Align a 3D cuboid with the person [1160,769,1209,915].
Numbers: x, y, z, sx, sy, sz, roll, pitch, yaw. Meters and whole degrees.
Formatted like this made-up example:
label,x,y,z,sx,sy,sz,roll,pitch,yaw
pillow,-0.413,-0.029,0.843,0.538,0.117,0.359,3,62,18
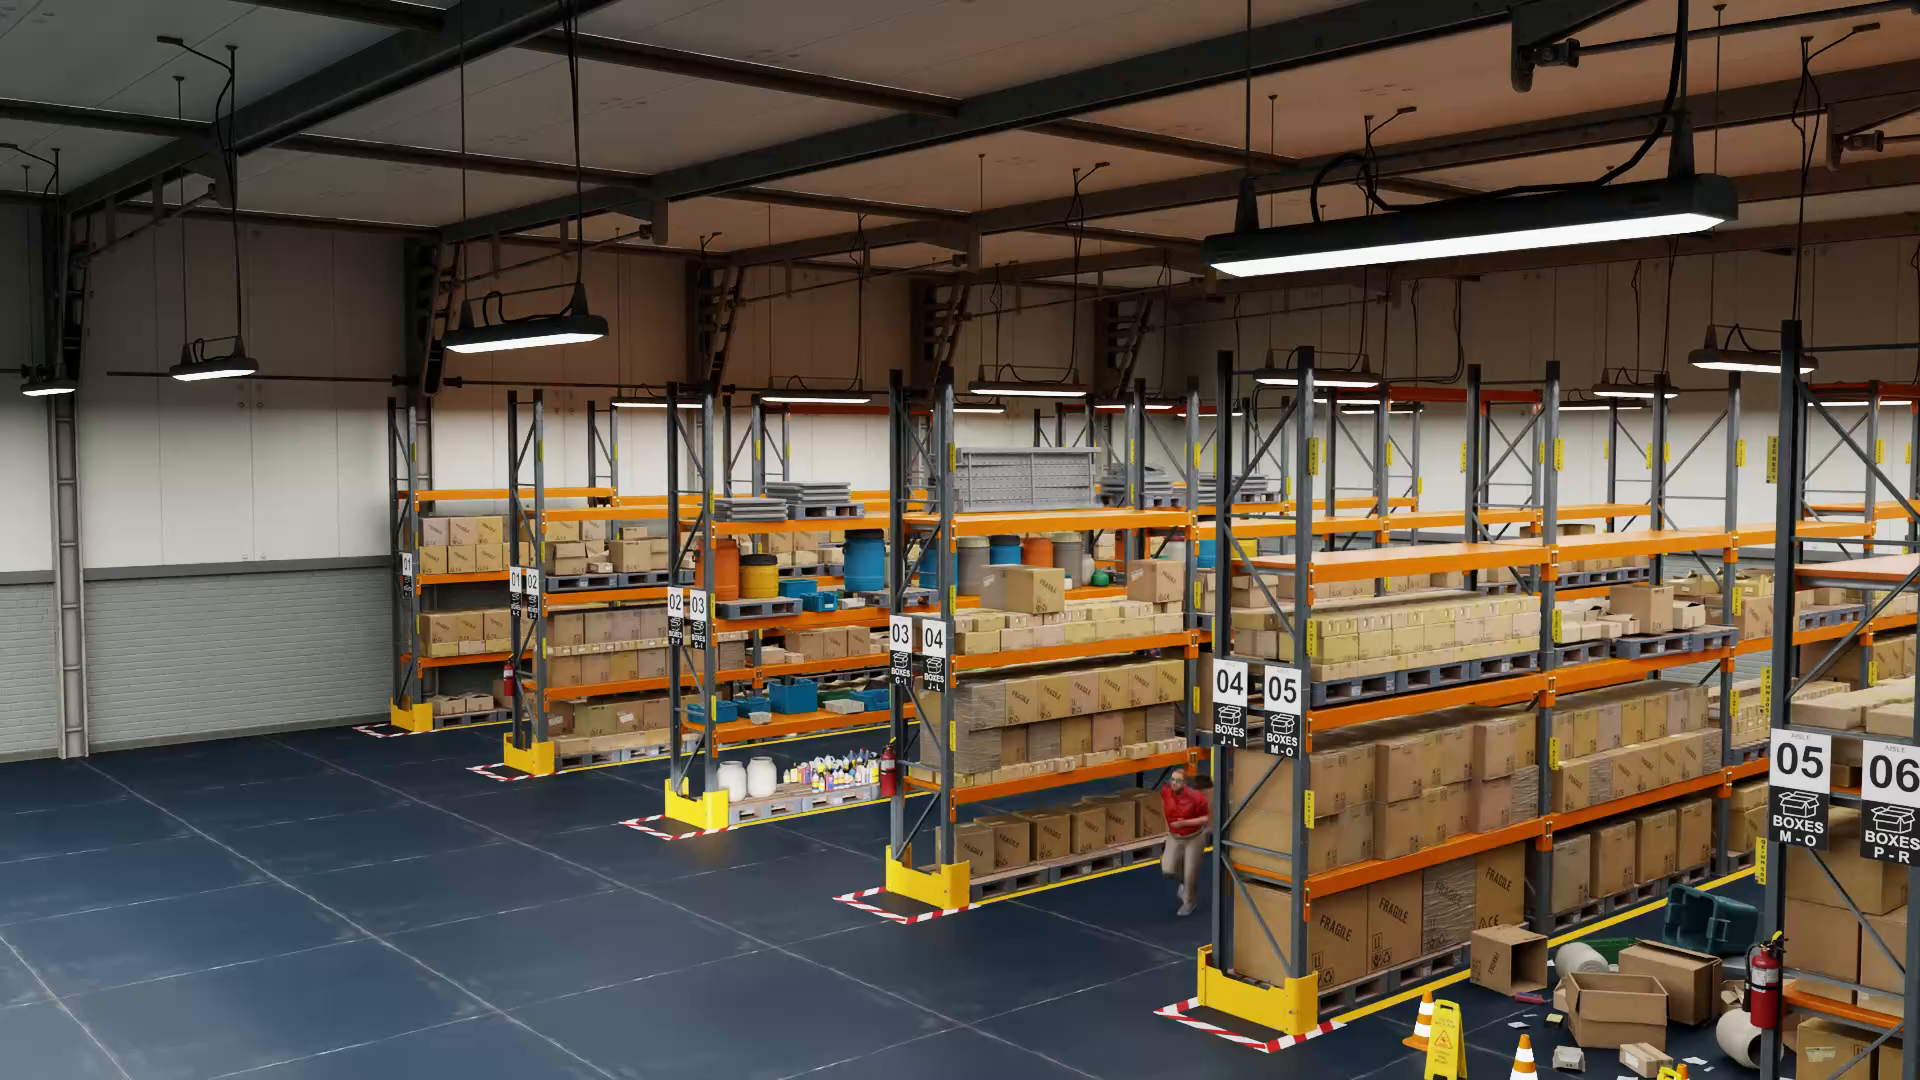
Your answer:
label,x,y,z,sx,sy,sz,roll,pitch,yaw
person,2.402,3.289,18.092,0.648,1.650,0.739,2,4,28
